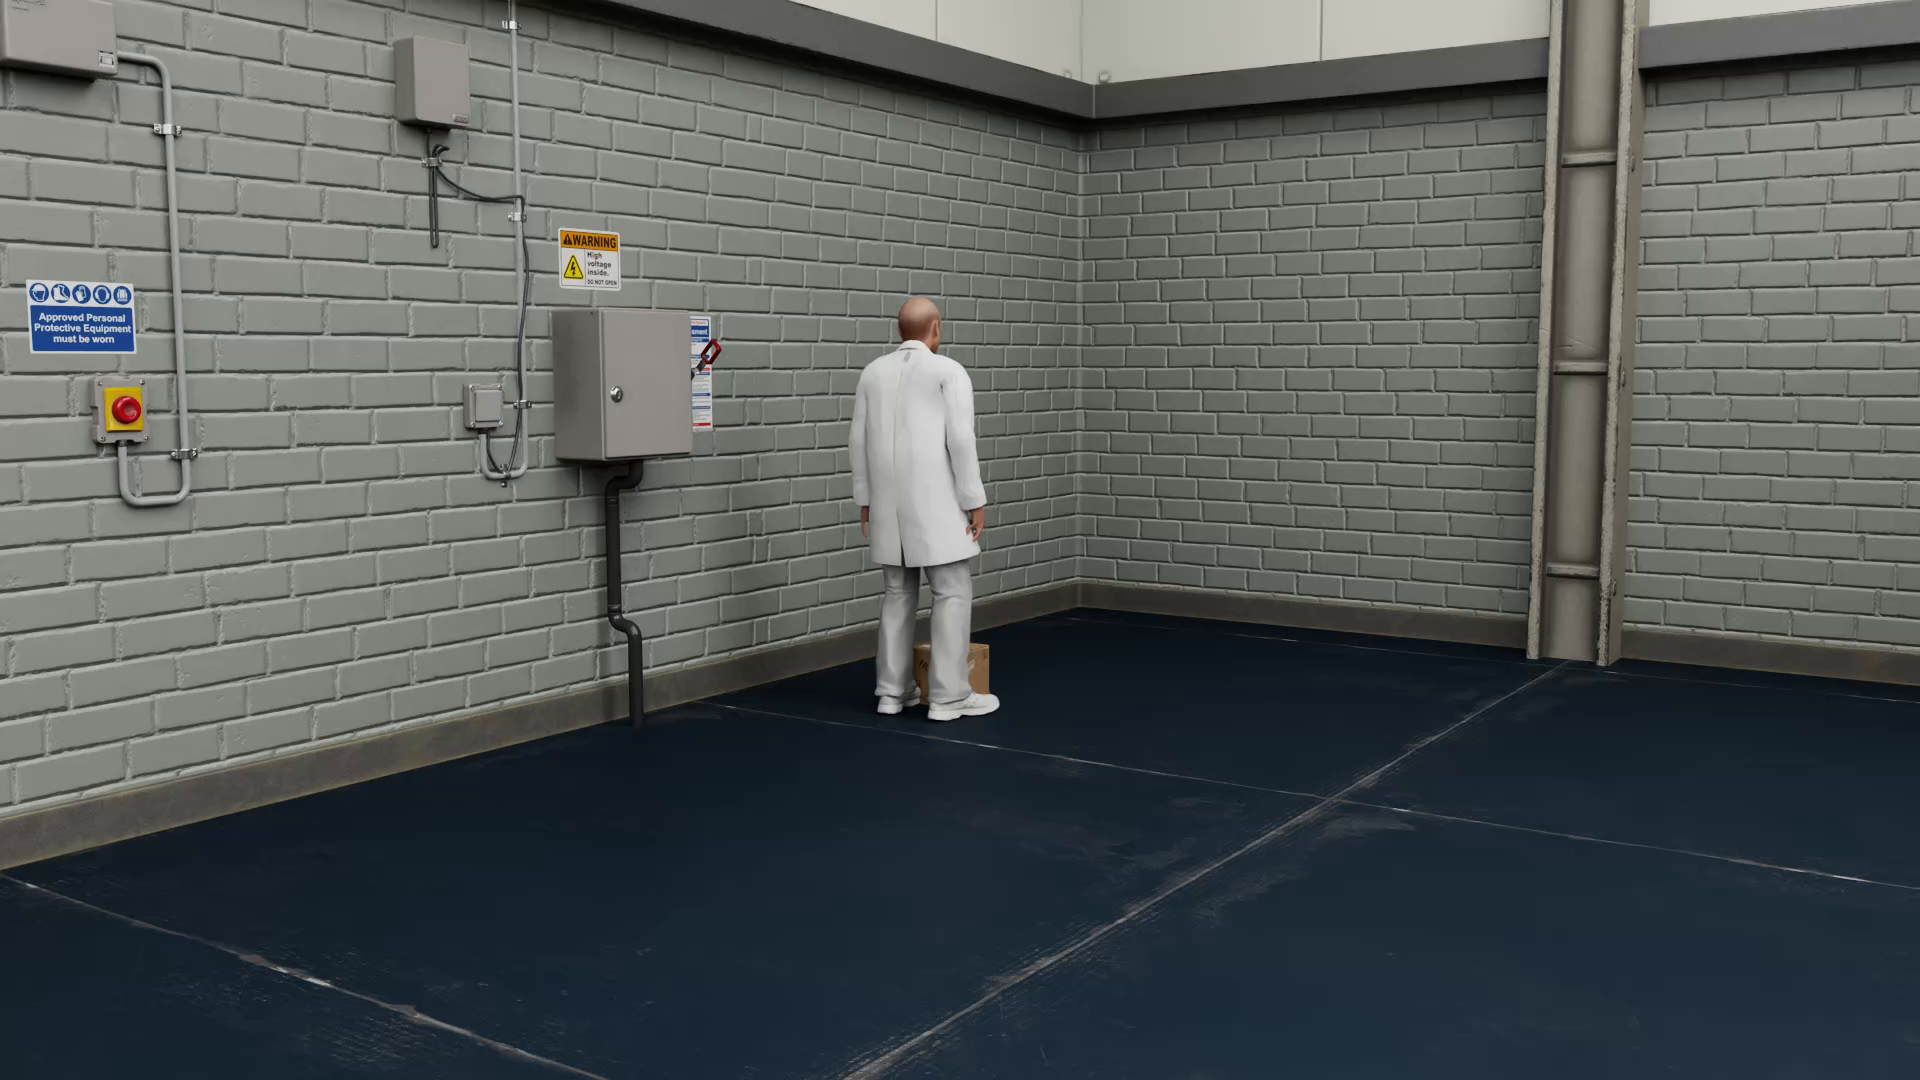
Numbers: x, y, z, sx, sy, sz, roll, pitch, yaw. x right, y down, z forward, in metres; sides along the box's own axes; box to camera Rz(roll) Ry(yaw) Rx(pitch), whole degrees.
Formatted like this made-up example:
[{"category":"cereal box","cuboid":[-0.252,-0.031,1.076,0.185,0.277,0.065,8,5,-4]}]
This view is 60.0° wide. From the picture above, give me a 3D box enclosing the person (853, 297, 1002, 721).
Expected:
[{"category":"person","cuboid":[-0.159,-0.141,7.069,0.650,1.774,0.420,4,7,33]}]
